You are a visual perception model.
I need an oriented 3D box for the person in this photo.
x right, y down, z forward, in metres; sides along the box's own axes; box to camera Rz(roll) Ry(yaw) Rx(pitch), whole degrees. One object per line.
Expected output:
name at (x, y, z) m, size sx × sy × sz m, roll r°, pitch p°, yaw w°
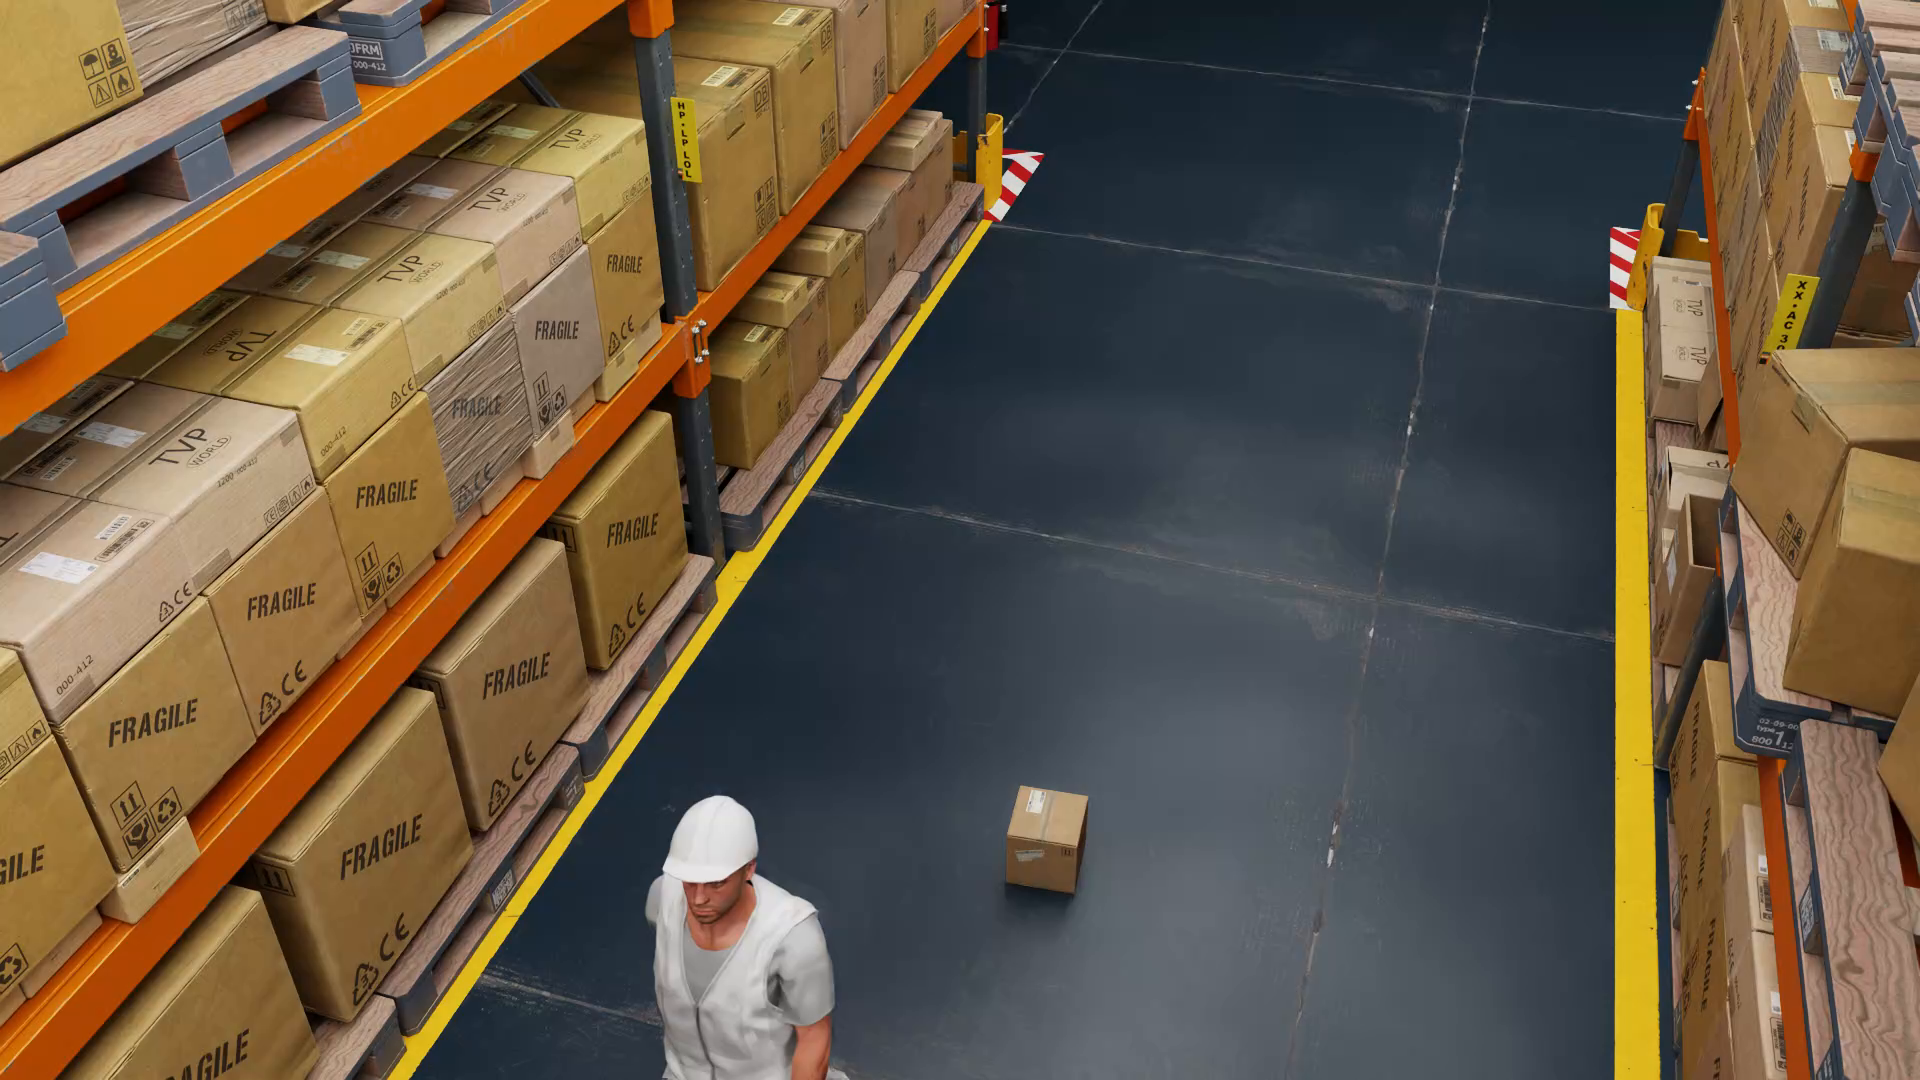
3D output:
person at (-0.598, 1.376, 4.280) m, size 0.583 × 1.730 × 1.088 m, roll 12°, pitch 38°, yaw 15°
